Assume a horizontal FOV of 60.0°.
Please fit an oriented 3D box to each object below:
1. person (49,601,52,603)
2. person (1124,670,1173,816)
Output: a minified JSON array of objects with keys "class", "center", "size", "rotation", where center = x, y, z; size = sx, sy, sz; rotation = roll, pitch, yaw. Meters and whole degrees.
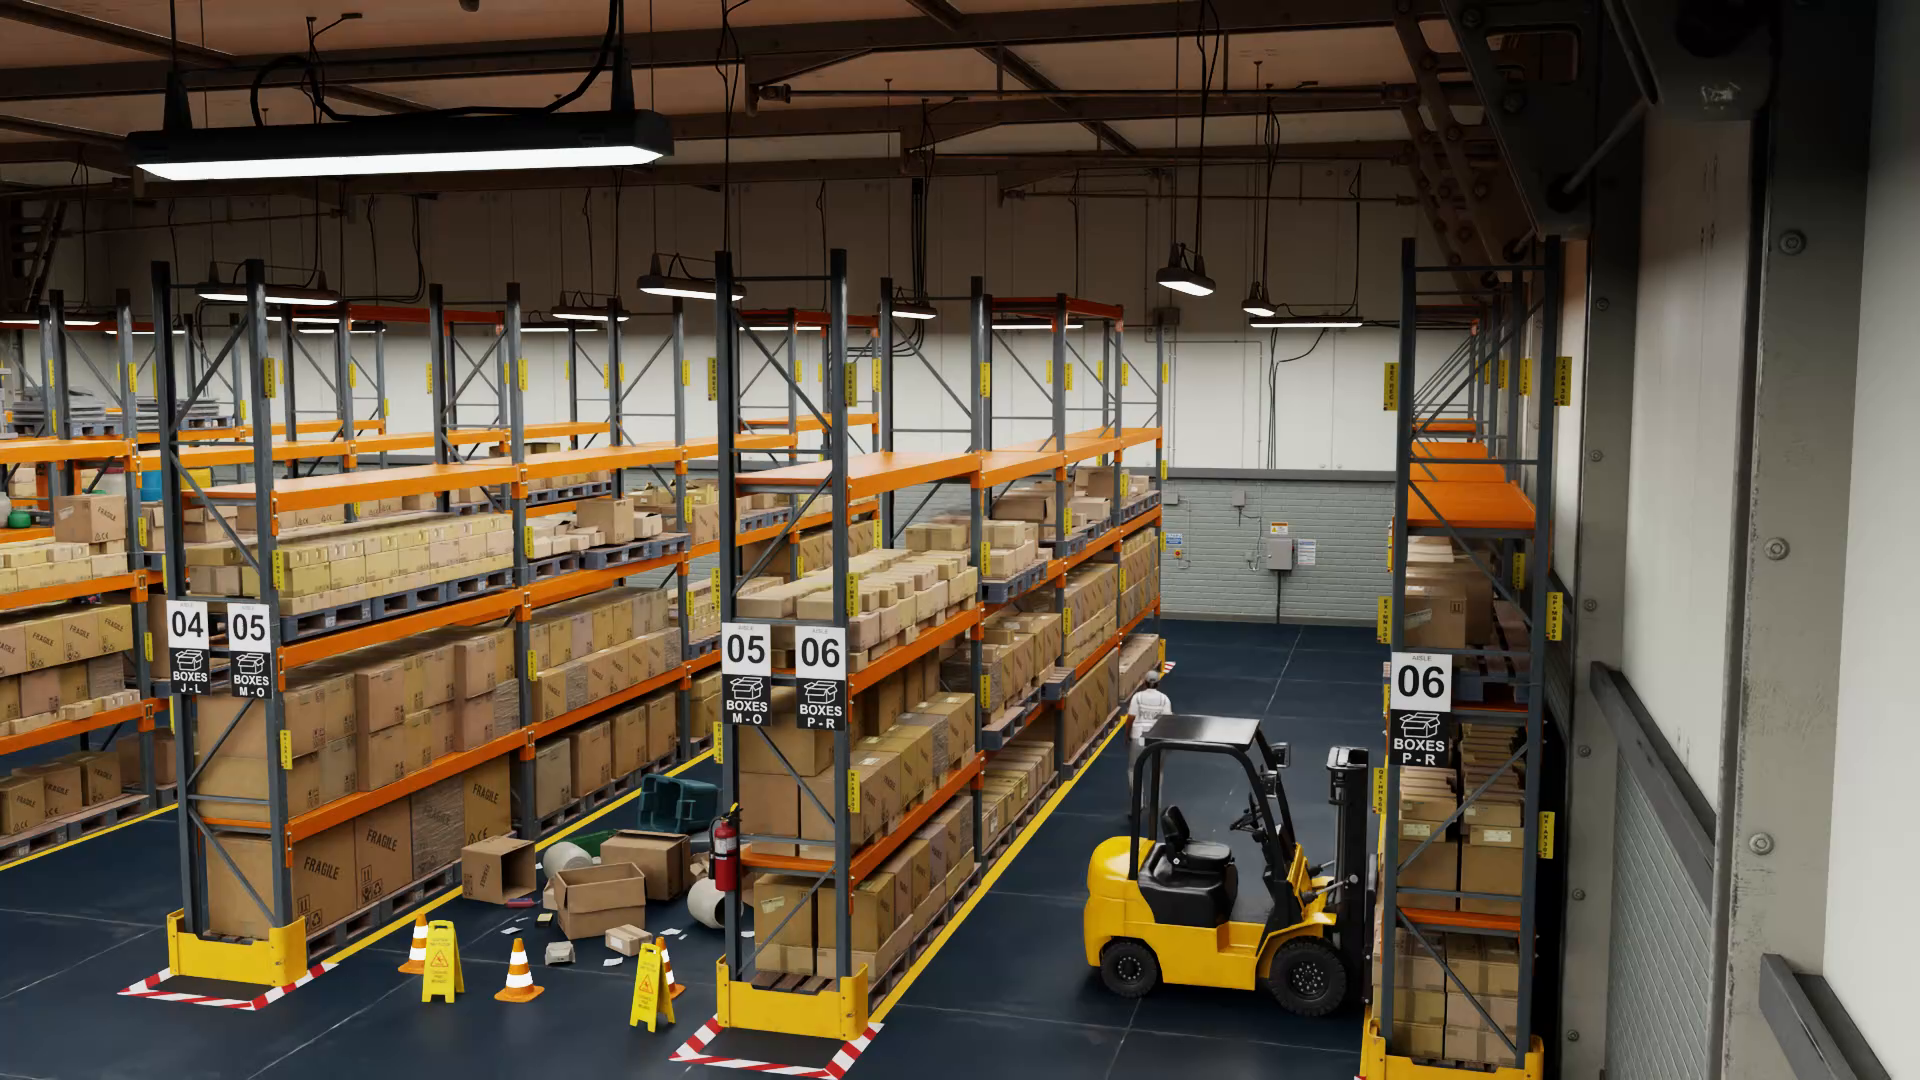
[{"class":"person","center":[-15.744,1.304,28.578],"size":[0.492,1.647,0.460],"rotation":[5,8,41]},{"class":"person","center":[2.179,2.342,19.137],"size":[0.541,1.652,0.642],"rotation":[0,6,-1]}]
